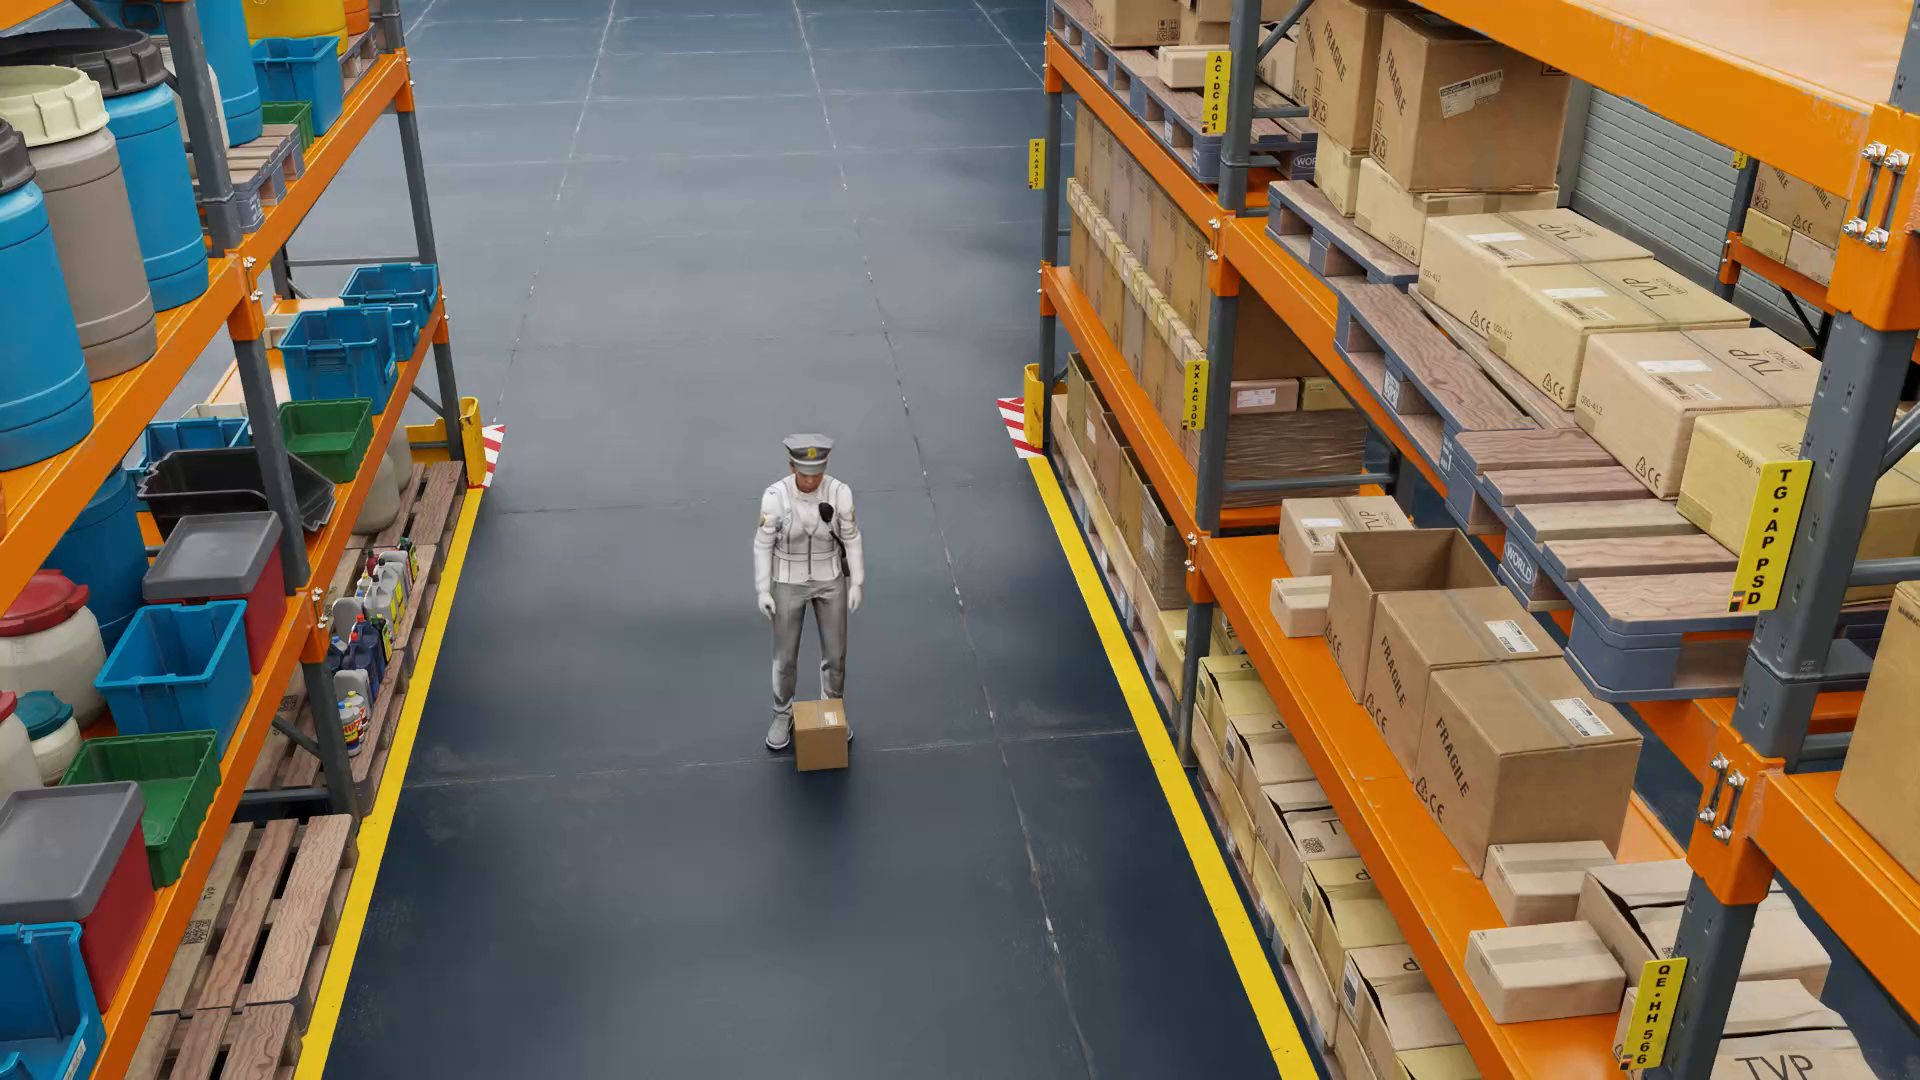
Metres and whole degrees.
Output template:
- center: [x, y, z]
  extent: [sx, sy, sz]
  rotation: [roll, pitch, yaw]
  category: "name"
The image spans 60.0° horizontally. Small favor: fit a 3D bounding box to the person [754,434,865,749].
- center: [-0.733, 0.235, 8.160]
  extent: [0.538, 1.663, 0.378]
  rotation: [-4, 28, -8]
  category: "person"
